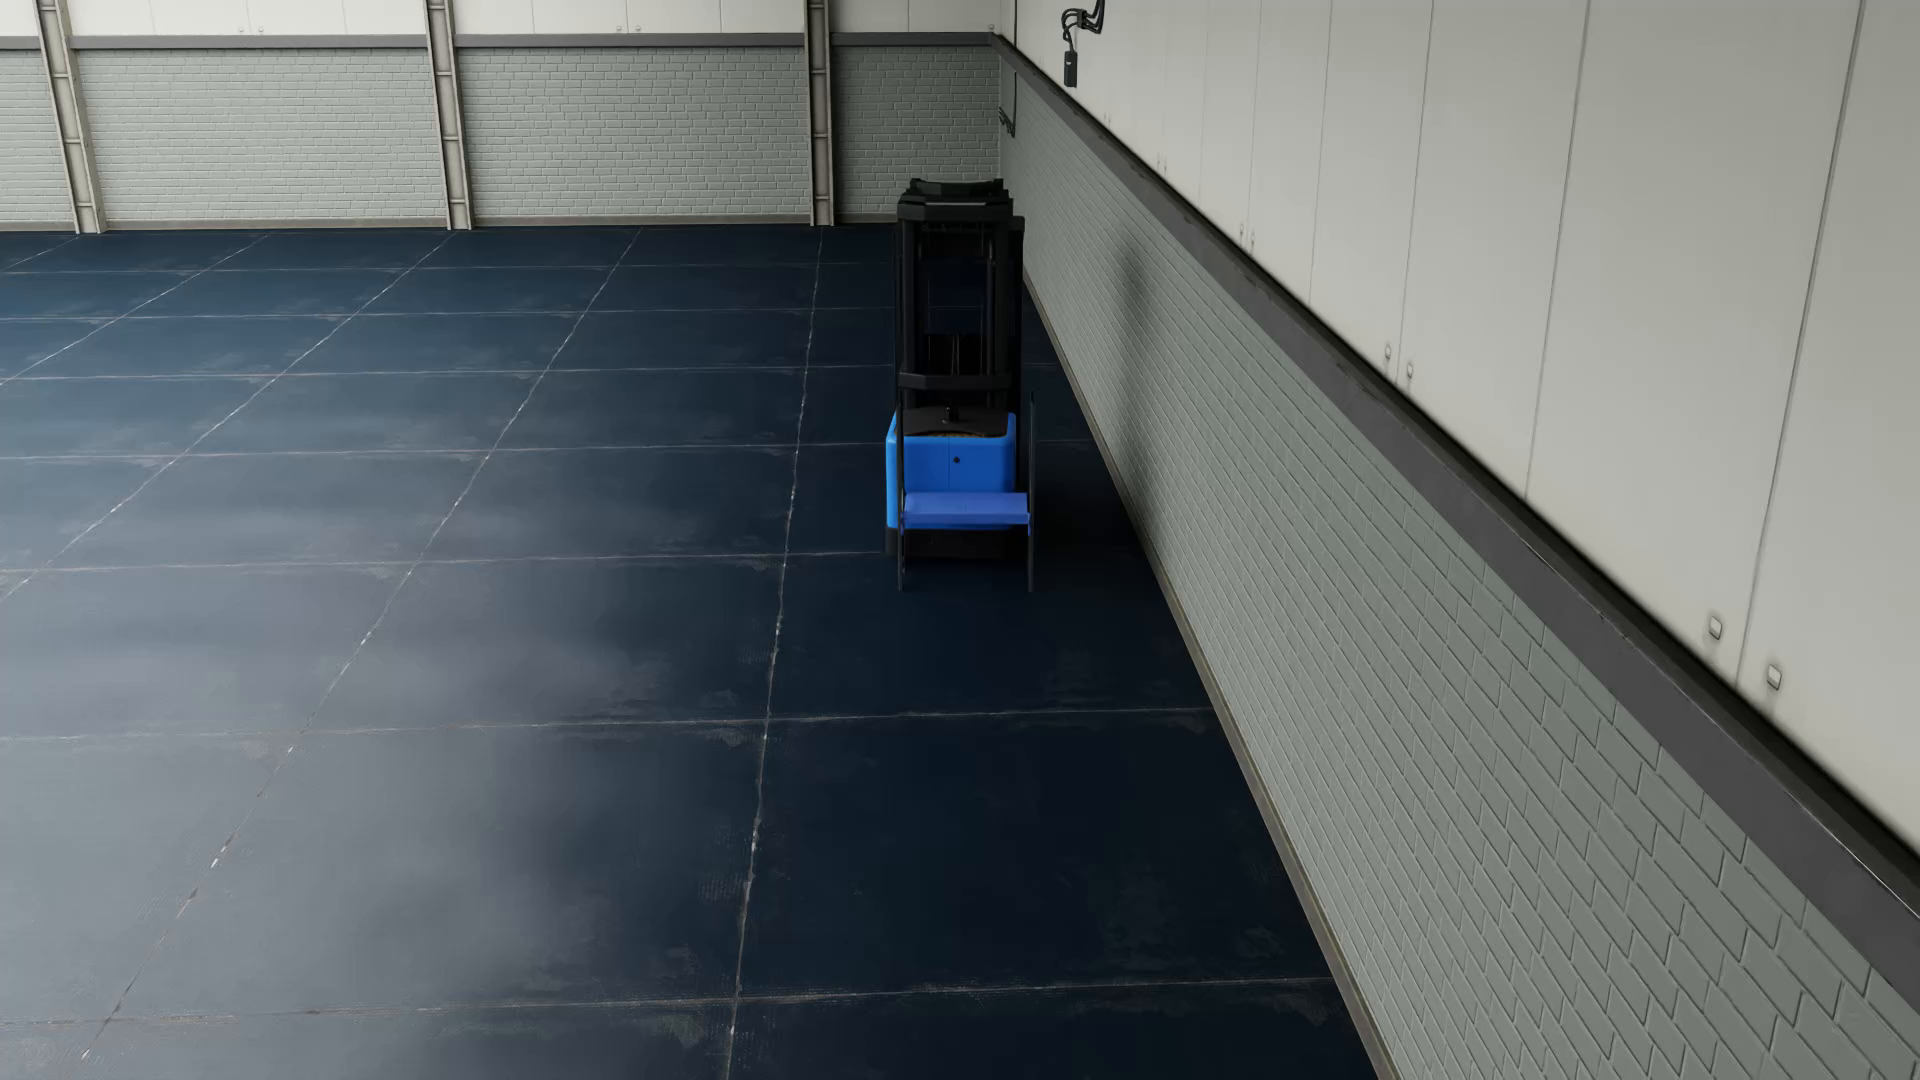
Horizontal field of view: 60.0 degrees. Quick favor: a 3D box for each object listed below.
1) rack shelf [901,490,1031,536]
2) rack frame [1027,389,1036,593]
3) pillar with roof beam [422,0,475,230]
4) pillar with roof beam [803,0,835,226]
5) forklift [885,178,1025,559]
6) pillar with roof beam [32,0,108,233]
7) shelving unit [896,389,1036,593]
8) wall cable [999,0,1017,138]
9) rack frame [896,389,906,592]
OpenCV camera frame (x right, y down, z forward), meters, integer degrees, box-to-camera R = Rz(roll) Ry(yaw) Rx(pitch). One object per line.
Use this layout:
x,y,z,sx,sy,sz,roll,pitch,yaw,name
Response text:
0.048,-0.215,13.014,1.000,0.185,0.538,0,21,1,rack shelf
0.556,-0.380,12.943,0.032,1.500,0.500,0,21,1,rack frame
-8.061,-7.879,22.100,0.400,9.000,9.100,-1,21,-3,pillar with roof beam
-2.071,-8.001,22.421,0.400,9.000,9.100,-1,21,-3,pillar with roof beam
-0.004,-1.695,14.386,1.130,2.935,3.031,1,21,3,forklift
-14.051,-7.757,21.780,0.400,9.000,9.100,-1,21,-3,pillar with roof beam
0.048,-0.383,12.950,1.048,1.500,0.538,0,21,1,shelving unit
0.700,-7.669,25.913,0.112,2.526,3.097,-1,21,-3,wall cable
-0.460,-0.386,12.957,0.032,1.500,0.500,0,21,1,rack frame
